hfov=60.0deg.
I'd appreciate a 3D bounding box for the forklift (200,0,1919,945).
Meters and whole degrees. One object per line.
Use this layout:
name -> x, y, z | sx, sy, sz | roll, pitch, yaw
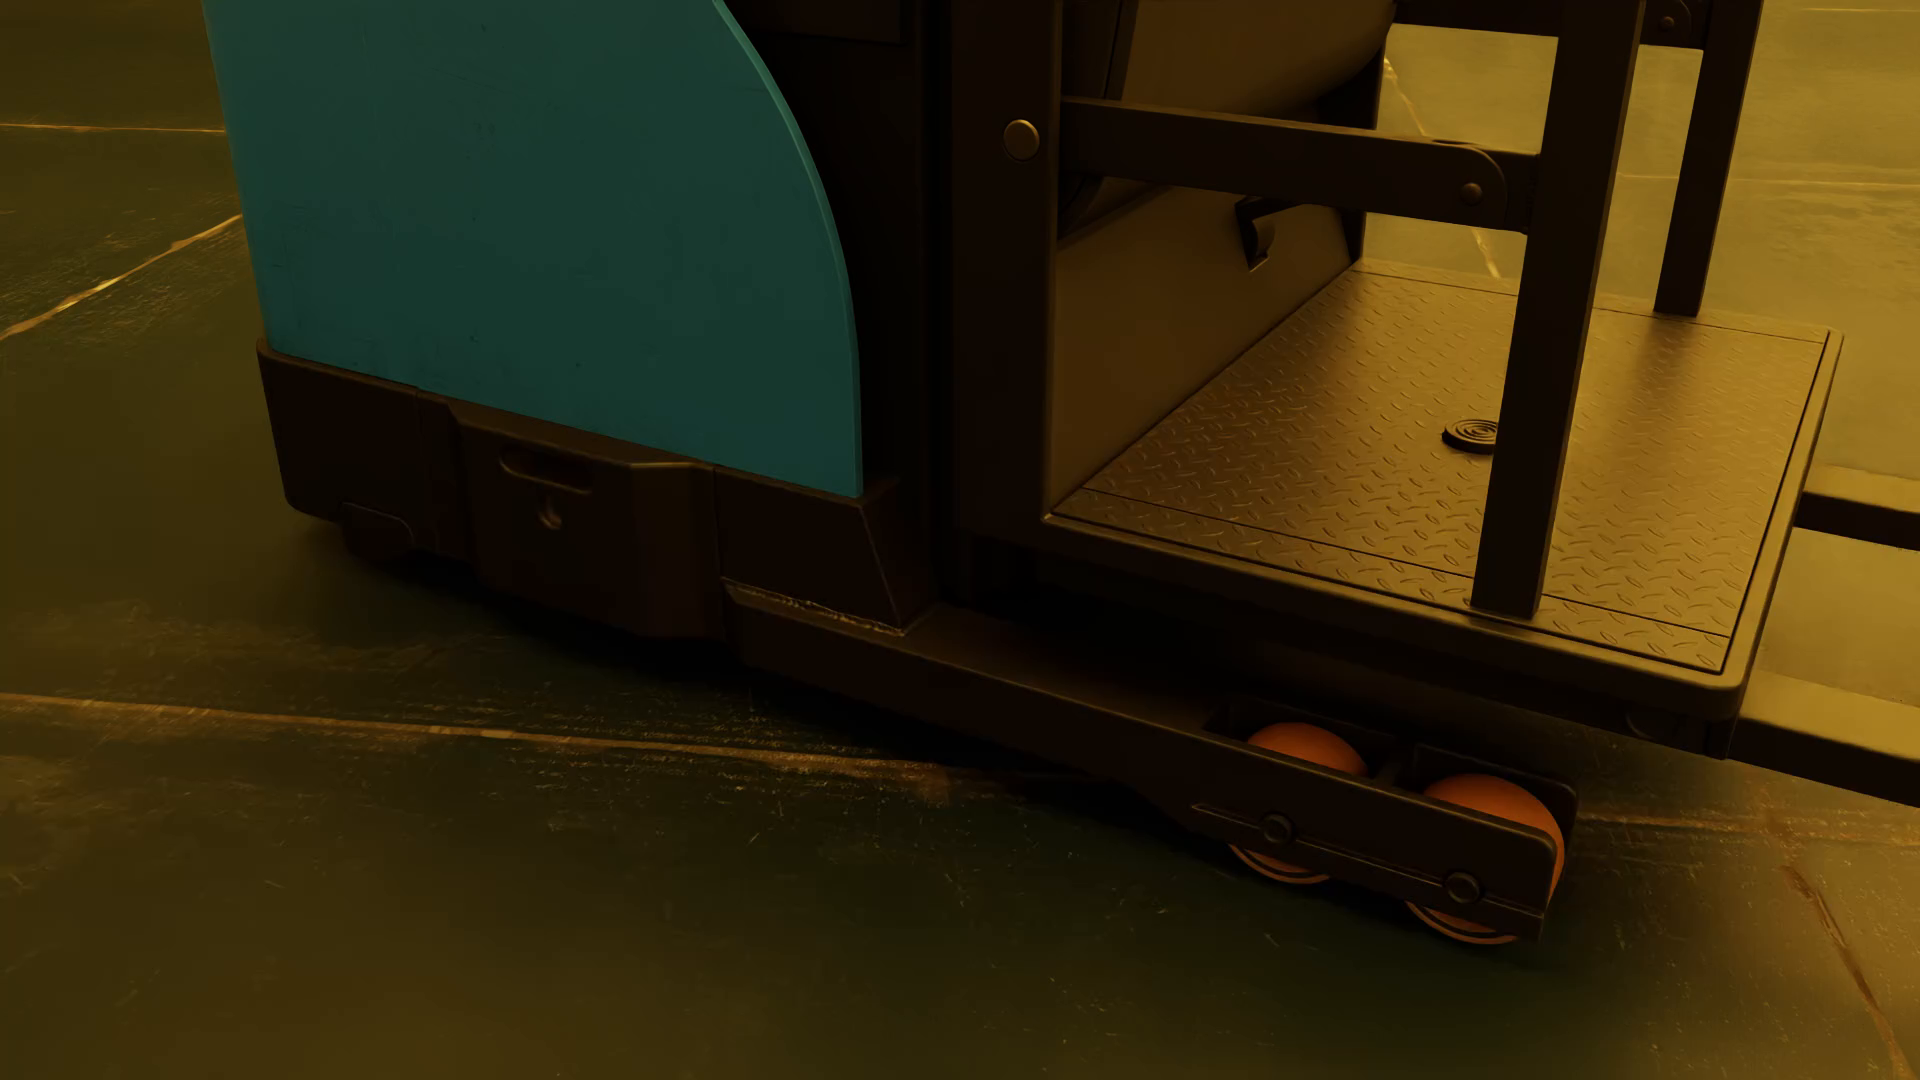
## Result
forklift -> 0.529, -1.176, 1.574 | 3.031, 2.935, 1.130 | 14, 30, 26
